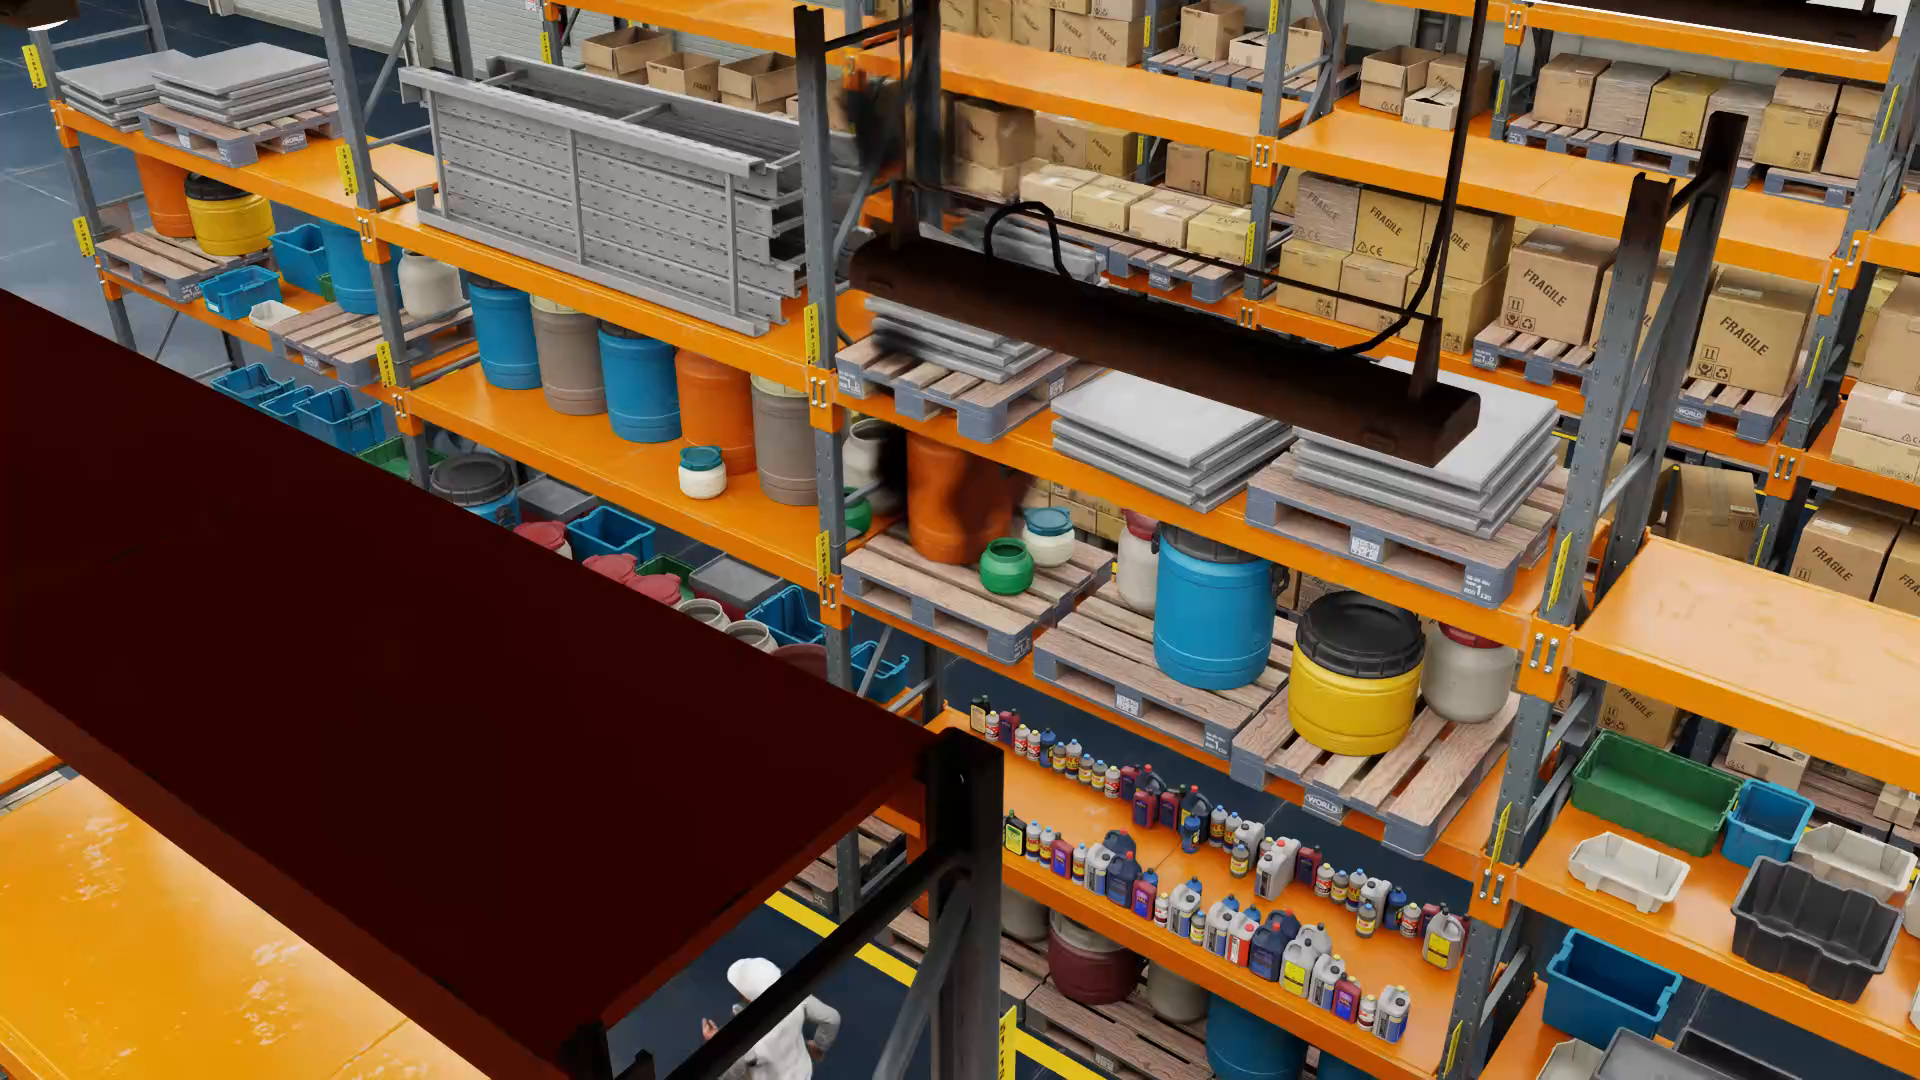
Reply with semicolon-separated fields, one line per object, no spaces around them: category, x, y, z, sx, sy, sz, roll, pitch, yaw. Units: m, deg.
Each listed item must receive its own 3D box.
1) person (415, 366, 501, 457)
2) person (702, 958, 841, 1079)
person;-4.834;-1.219;15.639;1.092;1.757;0.671;15;34;23
person;-0.999;2.906;8.835;0.834;1.826;0.621;16;35;25
